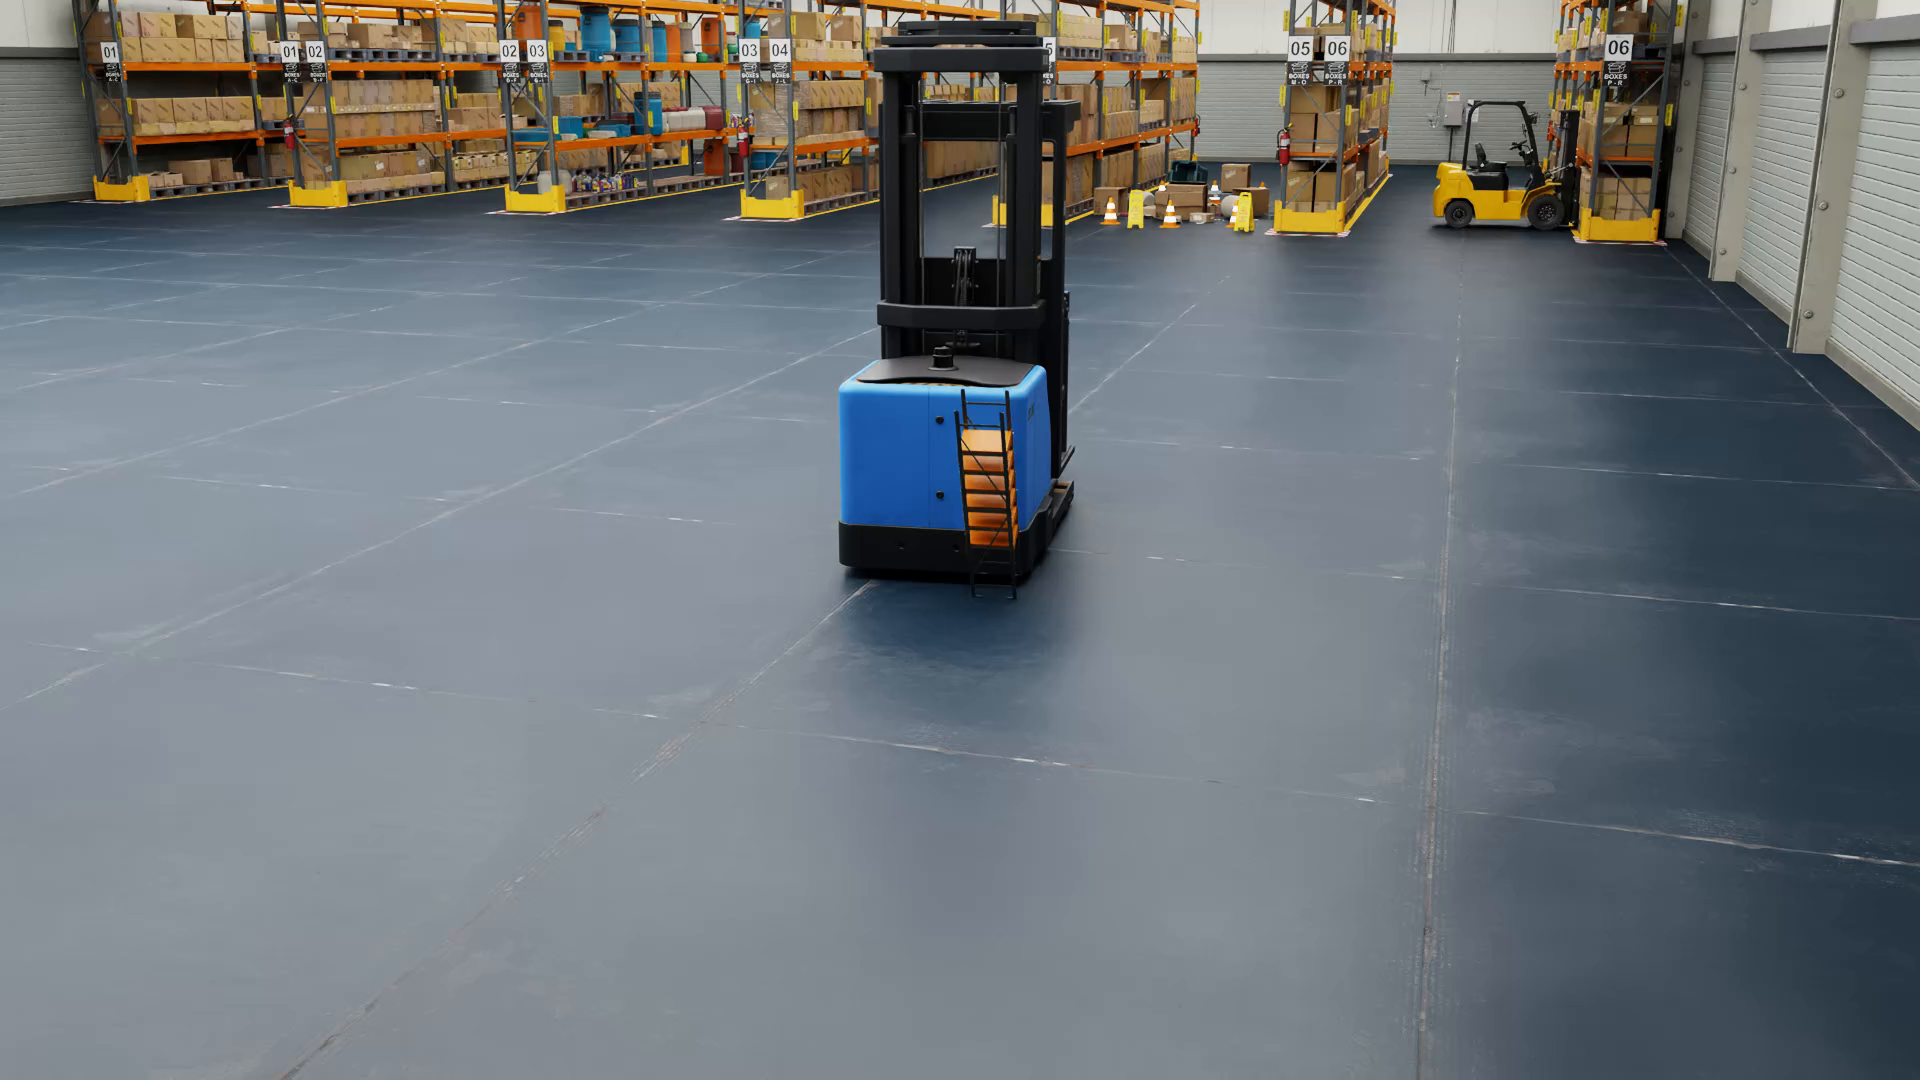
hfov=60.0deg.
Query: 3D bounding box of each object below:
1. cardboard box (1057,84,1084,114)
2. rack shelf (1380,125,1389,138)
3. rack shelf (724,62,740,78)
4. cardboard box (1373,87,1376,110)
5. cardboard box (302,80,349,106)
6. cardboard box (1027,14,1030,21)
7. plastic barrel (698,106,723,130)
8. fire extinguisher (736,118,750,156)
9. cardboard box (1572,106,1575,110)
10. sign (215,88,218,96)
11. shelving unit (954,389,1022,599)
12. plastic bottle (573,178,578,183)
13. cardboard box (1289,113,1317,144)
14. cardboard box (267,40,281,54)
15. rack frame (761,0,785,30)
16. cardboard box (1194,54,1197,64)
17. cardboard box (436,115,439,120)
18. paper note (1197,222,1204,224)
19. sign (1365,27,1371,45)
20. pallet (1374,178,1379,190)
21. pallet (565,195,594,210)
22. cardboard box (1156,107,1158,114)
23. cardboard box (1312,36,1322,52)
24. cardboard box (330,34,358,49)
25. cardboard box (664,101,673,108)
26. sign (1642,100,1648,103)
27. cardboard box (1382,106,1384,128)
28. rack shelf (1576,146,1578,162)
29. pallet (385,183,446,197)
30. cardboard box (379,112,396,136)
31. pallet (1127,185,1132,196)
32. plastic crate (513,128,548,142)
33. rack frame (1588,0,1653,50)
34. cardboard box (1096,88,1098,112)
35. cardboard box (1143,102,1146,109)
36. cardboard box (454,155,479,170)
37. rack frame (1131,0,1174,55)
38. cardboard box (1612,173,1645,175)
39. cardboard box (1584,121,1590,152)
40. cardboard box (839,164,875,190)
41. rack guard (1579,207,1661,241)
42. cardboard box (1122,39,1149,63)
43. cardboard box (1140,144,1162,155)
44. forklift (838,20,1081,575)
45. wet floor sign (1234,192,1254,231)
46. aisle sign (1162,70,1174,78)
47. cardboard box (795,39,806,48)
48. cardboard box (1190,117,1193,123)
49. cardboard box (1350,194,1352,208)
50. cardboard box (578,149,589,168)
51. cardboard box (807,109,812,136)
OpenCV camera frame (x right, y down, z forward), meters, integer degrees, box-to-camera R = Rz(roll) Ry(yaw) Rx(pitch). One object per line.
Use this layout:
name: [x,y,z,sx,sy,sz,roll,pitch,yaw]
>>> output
cardboard box: [1.856,-8.345,31.501,0.875,0.550,0.550,5,16,16]
rack shelf: [9.941,-10.044,41.061,1.077,0.370,4.000,5,16,16]
rack shelf: [-5.446,-11.593,41.026,1.077,0.370,4.000,5,16,16]
cardboard box: [8.742,-9.590,36.127,0.500,0.500,0.500,5,16,16]
cardboard box: [-12.876,-9.072,33.756,0.700,0.500,0.500,5,16,16]
cardboard box: [1.030,-9.220,29.388,0.380,0.149,0.250,5,17,16]
plastic barrel: [-5.856,-9.893,38.963,0.600,0.536,0.708,5,16,16]
fire extinguisher: [-4.014,-7.464,30.790,0.296,0.674,0.183,5,16,16]
cardboard box: [12.548,-8.666,33.513,0.380,0.149,0.250,5,17,17]
sign: [-17.183,-10.294,38.501,0.100,0.325,0.005,5,16,16]
shelving unit: [0.150,-0.215,8.438,0.258,1.200,0.189,3,40,10]
plastic bottle: [-8.049,-7.396,34.591,0.152,0.276,0.135,4,16,14]
cardboard box: [5.852,-7.082,28.571,0.500,0.500,0.500,4,16,15]
cardboard box: [-16.243,-11.595,39.107,0.500,0.311,0.500,5,17,18]
rack frame: [-4.878,-13.905,42.363,1.000,3.000,0.127,5,16,16]
cardboard box: [5.859,-12.502,43.187,0.500,0.250,0.500,4,16,15]
cardboard box: [-14.367,-11.434,45.067,0.380,0.149,0.250,5,17,18]
paper note: [4.322,-5.700,29.871,0.148,0.019,0.142,-1,16,-3]
sign: [7.621,-9.425,31.118,0.100,0.325,0.005,5,16,16]
pallet: [9.225,-8.317,38.766,1.003,0.211,1.213,5,16,16]
pallet: [-8.076,-6.774,33.324,1.003,0.211,1.213,5,16,16]
cardboard box: [4.453,-10.123,39.169,0.380,0.149,0.250,4,16,14]
cardboard box: [5.849,-8.396,28.166,0.500,0.250,0.500,4,16,15]
cardboard box: [-12.804,-10.401,34.644,0.500,0.311,0.500,7,17,22]
cardboard box: [-8.500,-12.225,47.248,0.500,0.500,0.500,5,17,16]
sign: [12.391,-7.802,30.106,0.100,0.325,0.005,5,16,16]
cardboard box: [9.903,-10.148,39.929,0.500,0.500,0.500,5,17,16]
rack shelf: [12.427,-7.567,32.328,1.077,0.370,4.000,5,16,16]
pallet: [-12.166,-7.765,36.818,1.003,0.211,1.213,5,16,16]
cardboard box: [-12.454,-8.839,35.313,0.700,0.500,0.500,5,17,18]
pallet: [3.164,-7.636,36.362,1.003,0.211,1.213,5,16,16]
plastic crate: [-8.433,-7.962,32.677,0.499,0.251,0.616,5,16,16]
rack frame: [11.859,-10.276,29.567,1.000,3.000,0.127,5,16,16]
cardboard box: [2.459,-8.790,33.308,0.700,0.500,0.500,4,16,15]
cardboard box: [4.001,-9.854,37.675,0.380,0.149,0.250,4,16,14]
cardboard box: [-11.396,-8.680,38.175,0.500,0.311,0.500,4,16,15]
rack frame: [4.597,-13.110,39.559,1.000,3.000,0.127,5,16,16]
cardboard box: [11.331,-6.075,28.189,0.500,0.250,0.500,5,16,16]
cardboard box: [11.044,-6.942,28.623,0.500,0.500,0.500,5,17,16]
cardboard box: [-2.208,-7.710,35.290,0.700,0.500,0.500,3,16,12]
rack guard: [10.715,-5.134,27.015,1.175,0.500,0.348,5,16,16]
cardboard box: [3.878,-10.797,36.720,0.500,0.500,0.500,5,16,16]
cardboard box: [4.469,-9.236,39.333,0.500,0.250,0.500,5,17,19]
forklift: [0.118,-1.578,10.022,1.130,2.935,3.031,3,16,10]
wet floor sign: [4.882,-5.628,28.488,0.267,0.644,0.232,11,19,35]
aisle sign: [5.467,-12.563,43.862,0.394,0.787,0.004,5,16,16]
cardboard box: [-3.073,-9.173,30.719,0.380,0.149,0.250,5,17,17]
cardboard box: [5.913,-11.042,43.724,0.380,0.149,0.250,5,16,16]
cardboard box: [6.898,-6.204,30.476,0.500,0.250,0.500,5,17,17]
cardboard box: [-9.925,-9.869,42.901,0.500,0.500,0.500,4,16,14]
cardboard box: [-3.330,-7.969,31.698,0.875,0.500,0.500,5,16,16]
